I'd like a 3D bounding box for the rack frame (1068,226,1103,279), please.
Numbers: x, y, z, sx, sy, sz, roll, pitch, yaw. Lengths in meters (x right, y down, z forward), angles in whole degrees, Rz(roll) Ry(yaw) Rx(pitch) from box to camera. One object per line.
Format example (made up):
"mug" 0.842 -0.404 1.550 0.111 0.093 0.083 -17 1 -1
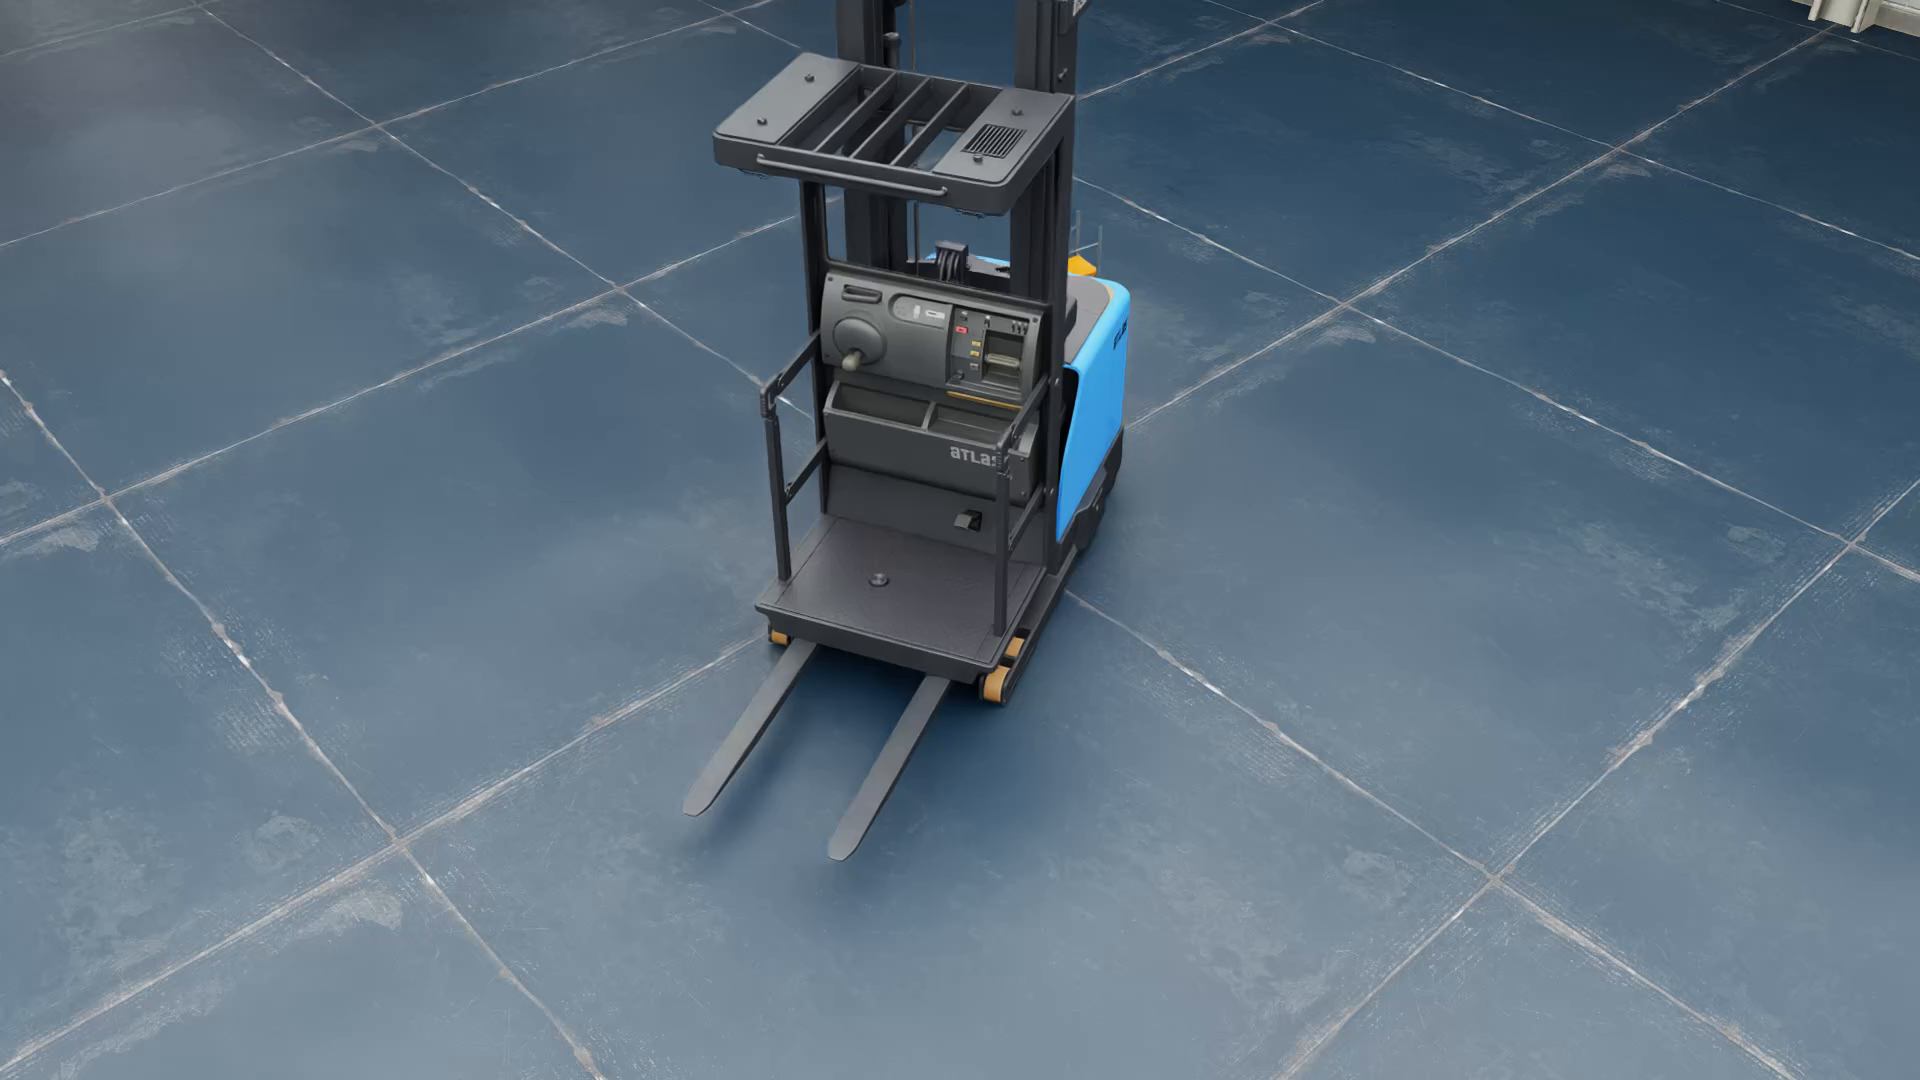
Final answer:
"rack frame" 0.576 -0.982 8.217 0.240 1.200 0.006 -21 43 -24

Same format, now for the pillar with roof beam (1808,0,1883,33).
"pillar with roof beam" 3.705 -5.723 7.882 9.100 9.000 0.400 -30 48 -32

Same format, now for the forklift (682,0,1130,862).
"forklift" -0.200 -0.743 6.545 1.130 2.935 3.031 14 41 16

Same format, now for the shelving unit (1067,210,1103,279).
"shelving unit" 0.528 -1.031 8.278 0.258 1.200 0.189 -21 43 -24

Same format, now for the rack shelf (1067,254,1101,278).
"rack shelf" 0.526 -1.277 8.081 0.258 0.103 0.180 -21 43 -24

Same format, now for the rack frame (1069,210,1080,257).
"rack frame" 0.480 -1.080 8.339 0.240 1.200 0.006 -21 43 -24
